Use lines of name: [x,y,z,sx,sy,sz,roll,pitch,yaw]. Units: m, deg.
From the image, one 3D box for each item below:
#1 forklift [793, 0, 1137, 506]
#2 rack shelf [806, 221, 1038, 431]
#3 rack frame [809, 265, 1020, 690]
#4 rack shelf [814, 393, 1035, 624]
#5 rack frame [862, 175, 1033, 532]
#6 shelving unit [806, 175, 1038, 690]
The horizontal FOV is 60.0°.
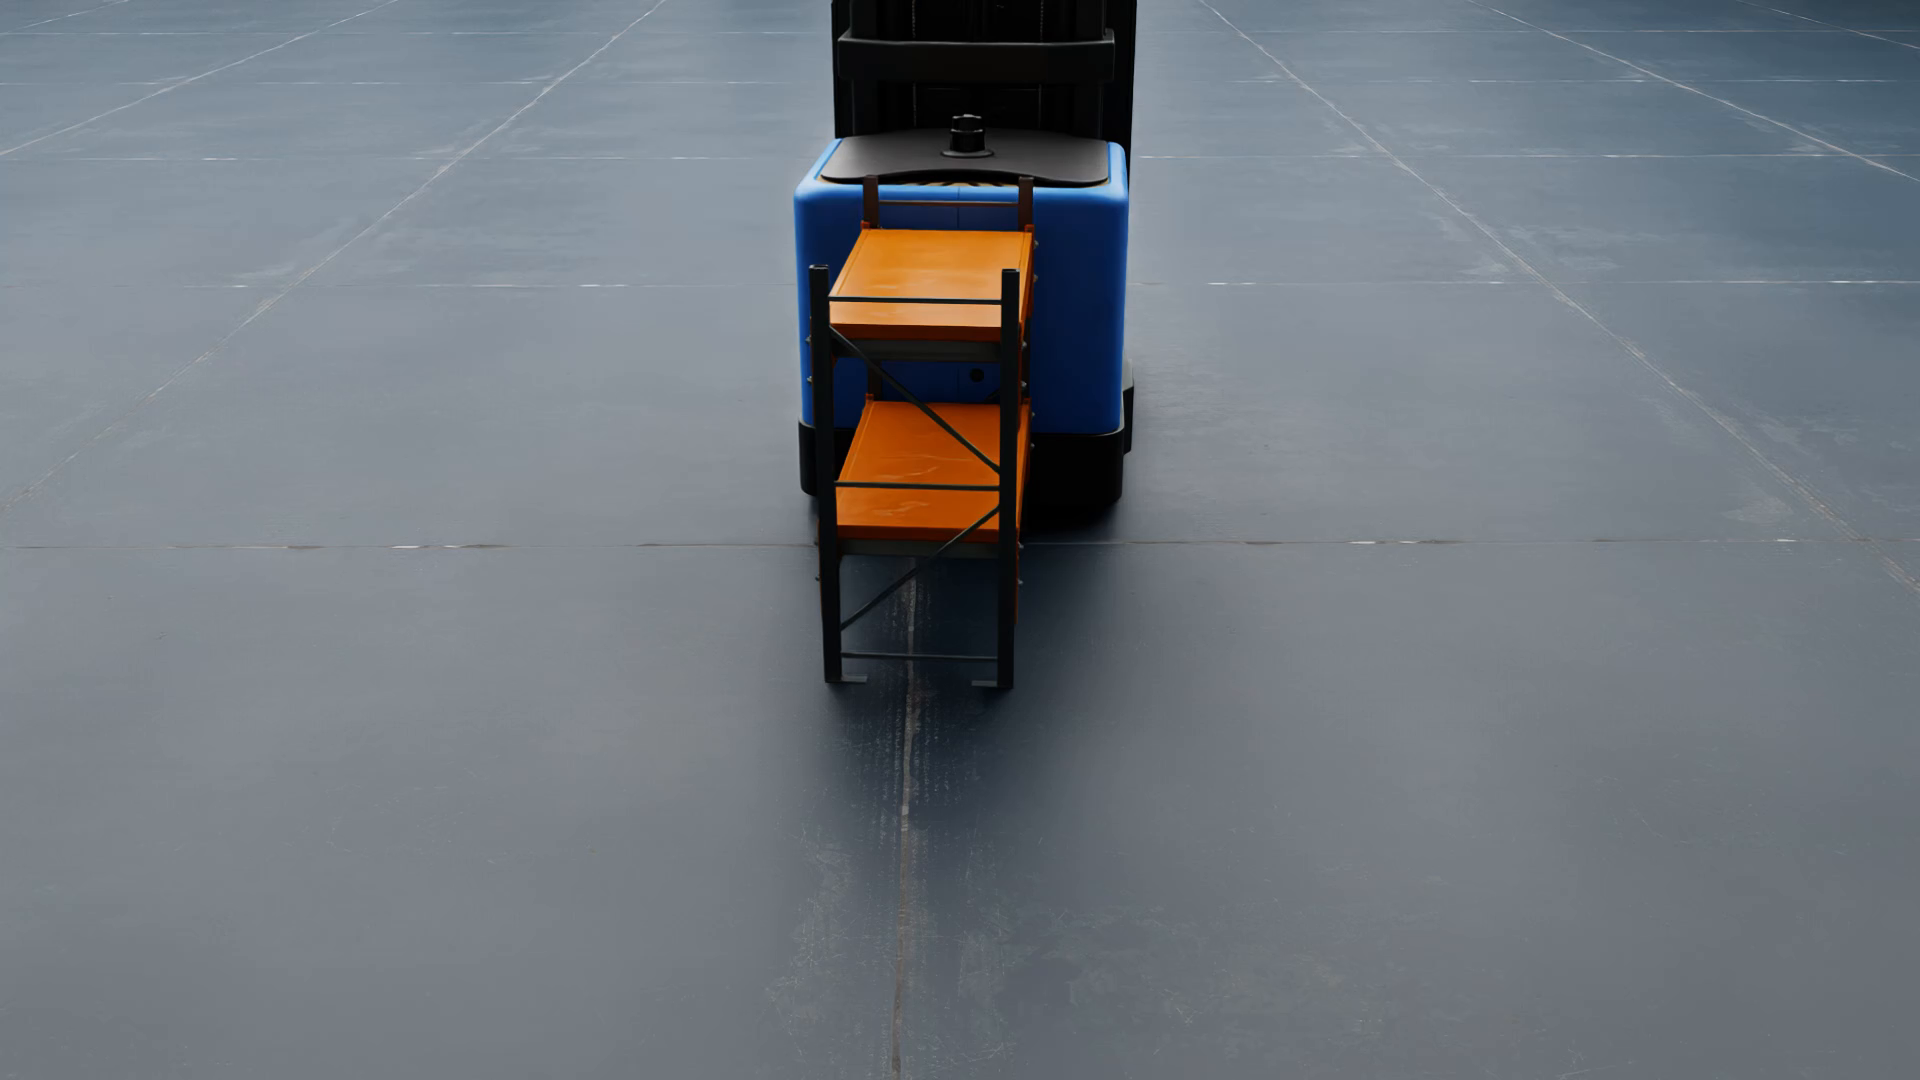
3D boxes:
forklift: [0.103,-2.013,6.144,1.130,2.935,3.031,2,24,4]
rack shelf: [-0.072,-0.608,4.519,0.538,0.278,1.000,2,24,4]
rack frame: [-0.108,-0.133,4.178,0.500,1.125,0.032,2,24,4]
rack shelf: [-0.072,-0.119,4.741,0.538,0.278,1.000,2,24,4]
rack frame: [-0.035,-0.550,5.102,0.500,1.125,0.032,2,24,4]
shelving unit: [-0.072,-0.341,4.640,0.538,1.125,1.048,2,24,4]
